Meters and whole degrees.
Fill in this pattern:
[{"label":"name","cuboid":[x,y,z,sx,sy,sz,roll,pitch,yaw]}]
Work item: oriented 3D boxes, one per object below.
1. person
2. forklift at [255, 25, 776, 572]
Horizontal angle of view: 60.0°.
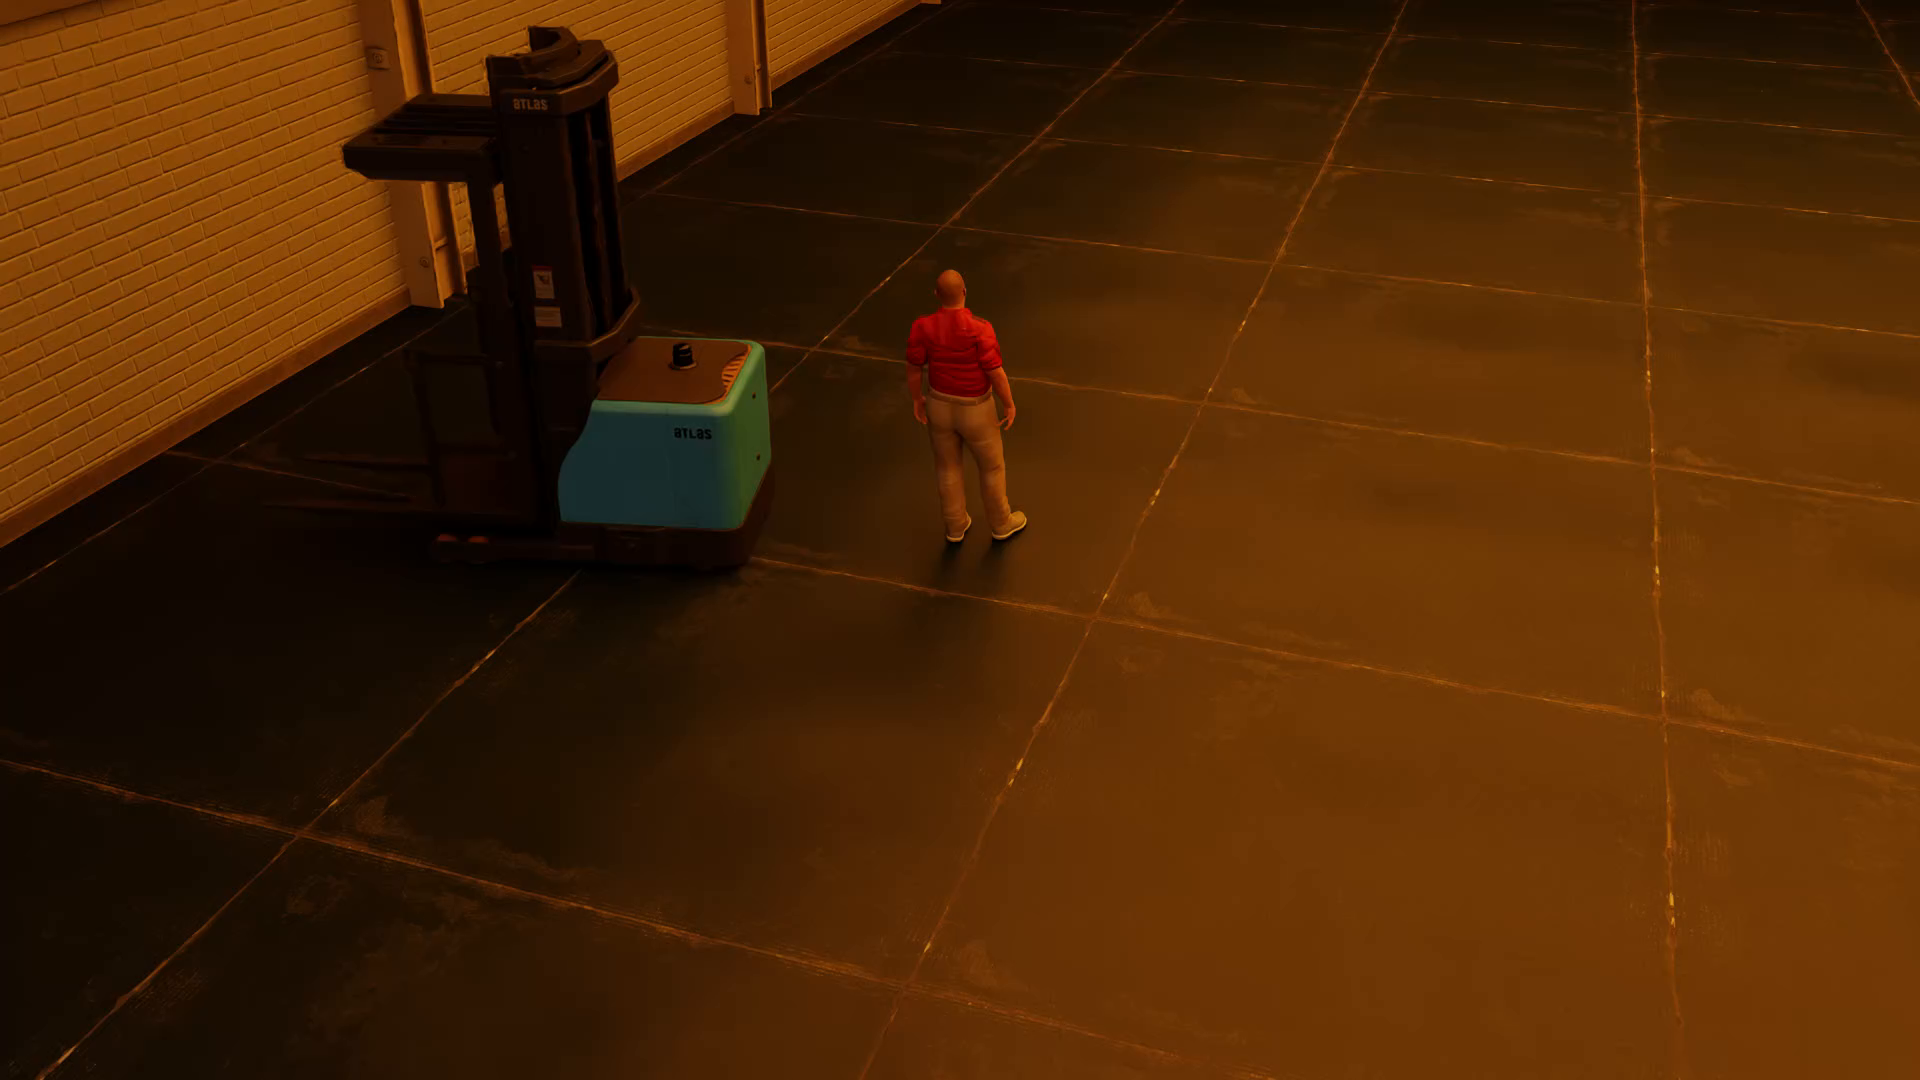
[{"label":"person","cuboid":[0.040,-0.798,9.735,0.641,1.727,0.550,10,31,16]},{"label":"forklift","cuboid":[-2.714,-1.386,9.567,3.031,2.935,1.130,3,30,5]}]
